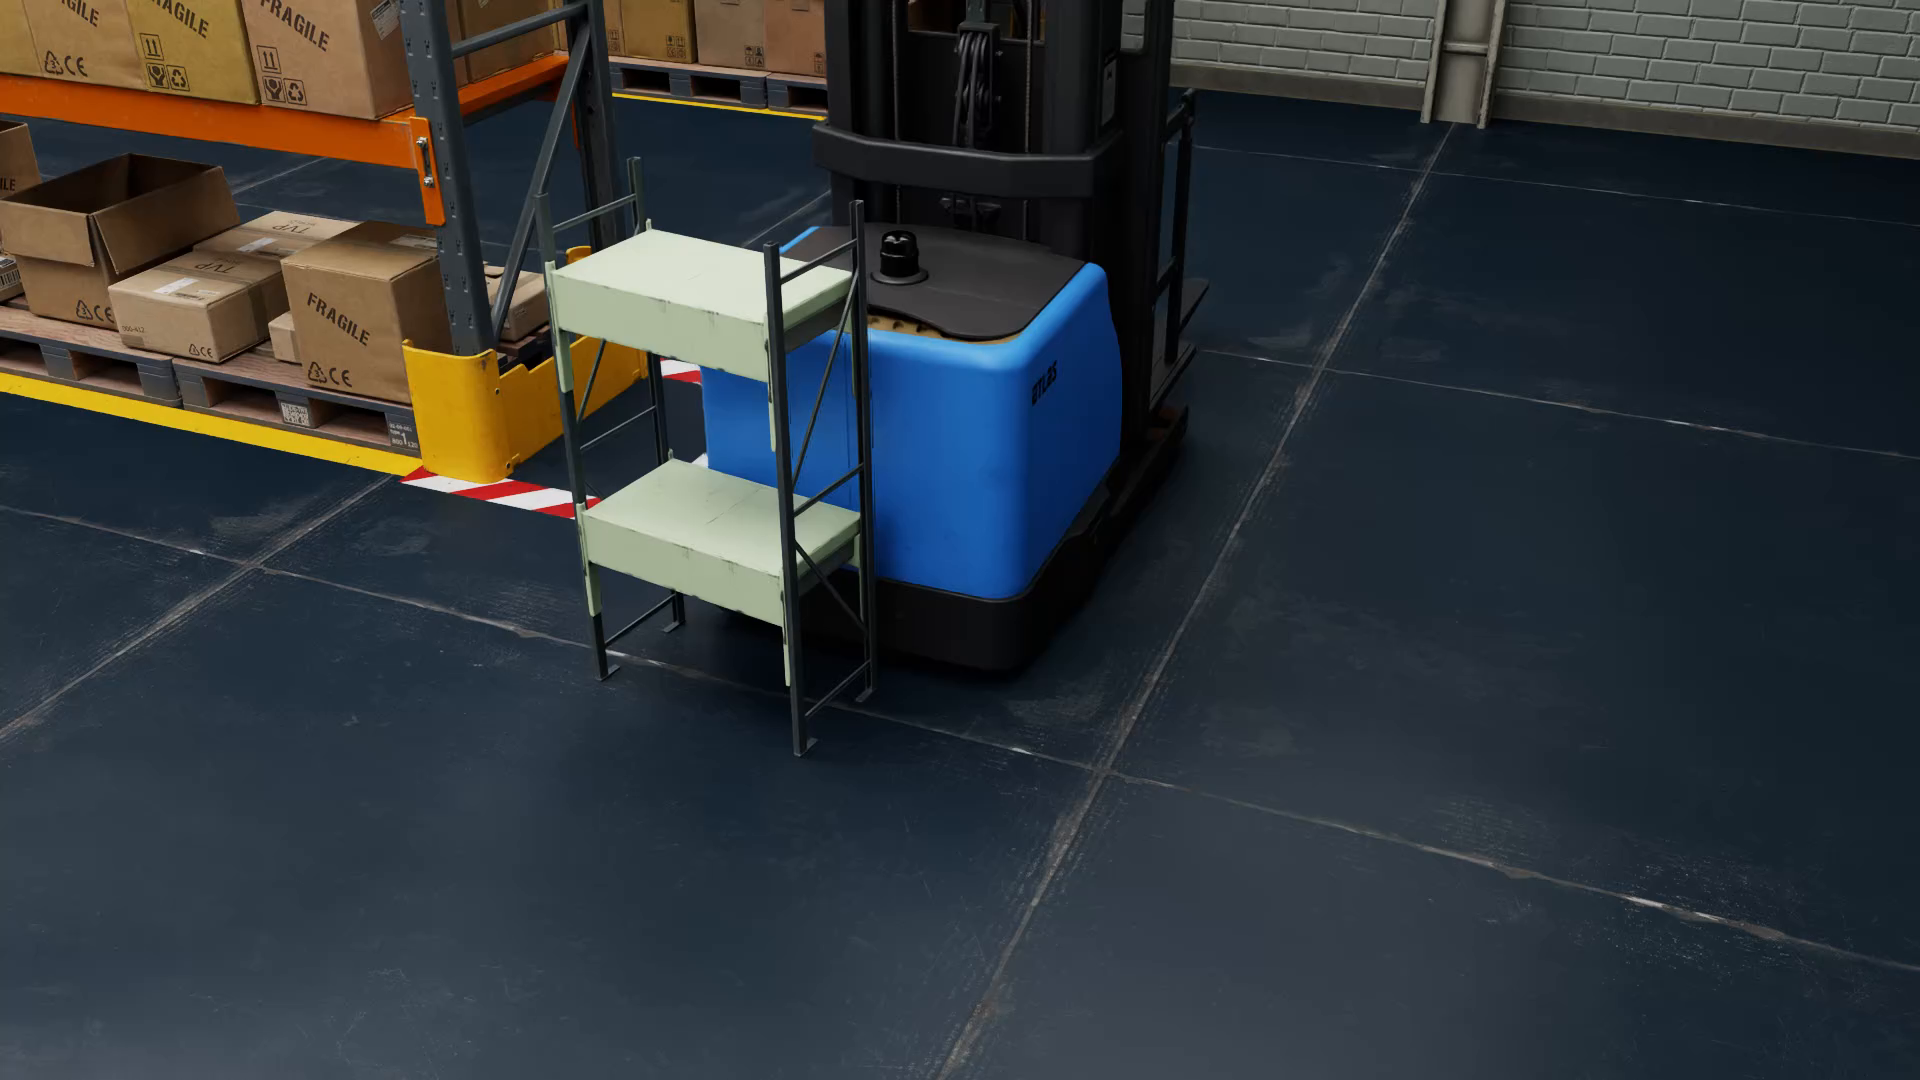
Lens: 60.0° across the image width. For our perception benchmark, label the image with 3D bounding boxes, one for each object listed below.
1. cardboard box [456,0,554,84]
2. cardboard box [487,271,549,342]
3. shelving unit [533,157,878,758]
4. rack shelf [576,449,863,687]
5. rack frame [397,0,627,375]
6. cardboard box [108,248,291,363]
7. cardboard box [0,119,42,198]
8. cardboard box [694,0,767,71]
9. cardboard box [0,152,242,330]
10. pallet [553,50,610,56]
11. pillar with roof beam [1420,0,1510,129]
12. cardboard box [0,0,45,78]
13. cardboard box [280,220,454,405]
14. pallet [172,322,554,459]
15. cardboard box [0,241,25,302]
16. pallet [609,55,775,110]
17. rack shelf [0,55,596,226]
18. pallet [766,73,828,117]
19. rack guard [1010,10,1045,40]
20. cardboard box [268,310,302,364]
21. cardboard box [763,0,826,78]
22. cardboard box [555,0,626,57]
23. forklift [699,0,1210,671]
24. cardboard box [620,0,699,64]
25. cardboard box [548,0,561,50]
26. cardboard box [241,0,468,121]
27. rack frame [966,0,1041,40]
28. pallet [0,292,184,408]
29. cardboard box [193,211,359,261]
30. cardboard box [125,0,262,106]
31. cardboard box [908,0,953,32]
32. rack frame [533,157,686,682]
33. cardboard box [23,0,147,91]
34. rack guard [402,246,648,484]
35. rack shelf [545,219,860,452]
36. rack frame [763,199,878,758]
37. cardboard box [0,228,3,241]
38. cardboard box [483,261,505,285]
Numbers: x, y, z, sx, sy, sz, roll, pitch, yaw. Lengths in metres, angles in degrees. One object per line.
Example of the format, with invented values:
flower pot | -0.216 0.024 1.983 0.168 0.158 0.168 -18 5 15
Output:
cardboard box | -1.892 -2.032 6.195 0.500 0.500 0.500 12 32 20
cardboard box | -1.839 -0.971 6.869 0.250 0.149 0.380 11 31 19
shelving unit | -0.670 -0.220 4.615 0.755 1.500 0.431 16 33 26
rack shelf | -0.670 0.064 4.776 0.720 0.370 0.431 16 33 26
rack frame | -1.580 -1.786 5.862 0.127 3.000 1.000 11 31 19
cardboard box | -3.045 -0.958 6.744 0.500 0.250 0.500 11 31 19
cardboard box | -4.652 -1.653 7.720 0.500 0.500 0.500 11 31 19
cardboard box | -1.337 -3.409 10.847 0.500 0.500 0.700 10 31 17
cardboard box | -3.544 -1.286 7.066 0.637 0.503 0.797 11 31 19
pallet | -2.752 -3.395 11.542 1.213 0.211 1.003 11 31 19
pillar with roof beam | 1.488 -4.589 4.724 0.400 9.000 9.100 11 31 19
cardboard box | -3.507 -2.071 6.264 0.500 0.500 0.500 11 31 18
cardboard box | -2.176 -0.878 6.348 0.500 0.500 0.500 11 31 19
pallet | -2.390 -0.733 6.833 1.213 0.211 1.003 11 31 19
cardboard box | -4.174 -1.152 7.173 0.250 0.166 0.380 11 31 19
pallet | -1.618 -3.170 11.144 1.213 0.211 1.003 11 31 19
rack shelf | -3.433 -1.843 6.693 4.000 0.370 1.077 11 31 19
pallet | -0.491 -2.944 10.744 1.213 0.211 1.003 11 31 19
rack guard | 0.301 -2.953 10.466 0.348 0.500 1.175 11 31 19
cardboard box | -2.518 -0.848 6.635 0.250 0.166 0.380 11 31 19
cardboard box | -0.871 -3.317 10.683 0.500 0.500 0.700 11 31 19
cardboard box | -2.309 -3.601 11.185 0.500 0.500 0.700 11 31 19
forklift | 0.230 -1.598 5.599 1.130 2.935 3.031 11 31 19
cardboard box | -1.834 -3.505 11.015 0.500 0.500 0.700 12 32 20
cardboard box | -2.773 -3.695 11.352 0.500 0.500 0.700 12 32 20
cardboard box | -2.097 -1.788 5.764 0.500 0.500 0.500 12 32 21
rack frame | 0.279 -4.045 9.859 0.127 3.000 1.000 11 31 19
pallet | -3.516 -0.960 7.233 1.213 0.211 1.003 11 31 19
cardboard box | -2.904 -1.196 7.164 0.500 0.250 0.500 11 31 19
cardboard box | -2.579 -1.883 5.931 0.500 0.500 0.500 12 31 20
cardboard box | -0.407 -3.224 10.519 0.500 0.500 0.700 11 31 19
rack frame | -0.984 -0.312 4.778 0.023 1.500 0.400 16 33 26
cardboard box | -3.040 -1.978 6.099 0.500 0.500 0.500 12 31 20
rack guard | -1.650 -0.712 6.502 0.348 0.500 1.175 11 31 19
rack shelf | -0.670 -0.560 4.423 0.720 0.370 0.431 16 33 26
rack frame | -0.355 -0.128 4.452 0.023 1.500 0.400 16 33 26
cardboard box | -3.957 -1.432 7.521 0.500 0.311 0.500 11 31 19
cardboard box | -2.070 -1.025 6.947 0.250 0.166 0.380 11 31 19
